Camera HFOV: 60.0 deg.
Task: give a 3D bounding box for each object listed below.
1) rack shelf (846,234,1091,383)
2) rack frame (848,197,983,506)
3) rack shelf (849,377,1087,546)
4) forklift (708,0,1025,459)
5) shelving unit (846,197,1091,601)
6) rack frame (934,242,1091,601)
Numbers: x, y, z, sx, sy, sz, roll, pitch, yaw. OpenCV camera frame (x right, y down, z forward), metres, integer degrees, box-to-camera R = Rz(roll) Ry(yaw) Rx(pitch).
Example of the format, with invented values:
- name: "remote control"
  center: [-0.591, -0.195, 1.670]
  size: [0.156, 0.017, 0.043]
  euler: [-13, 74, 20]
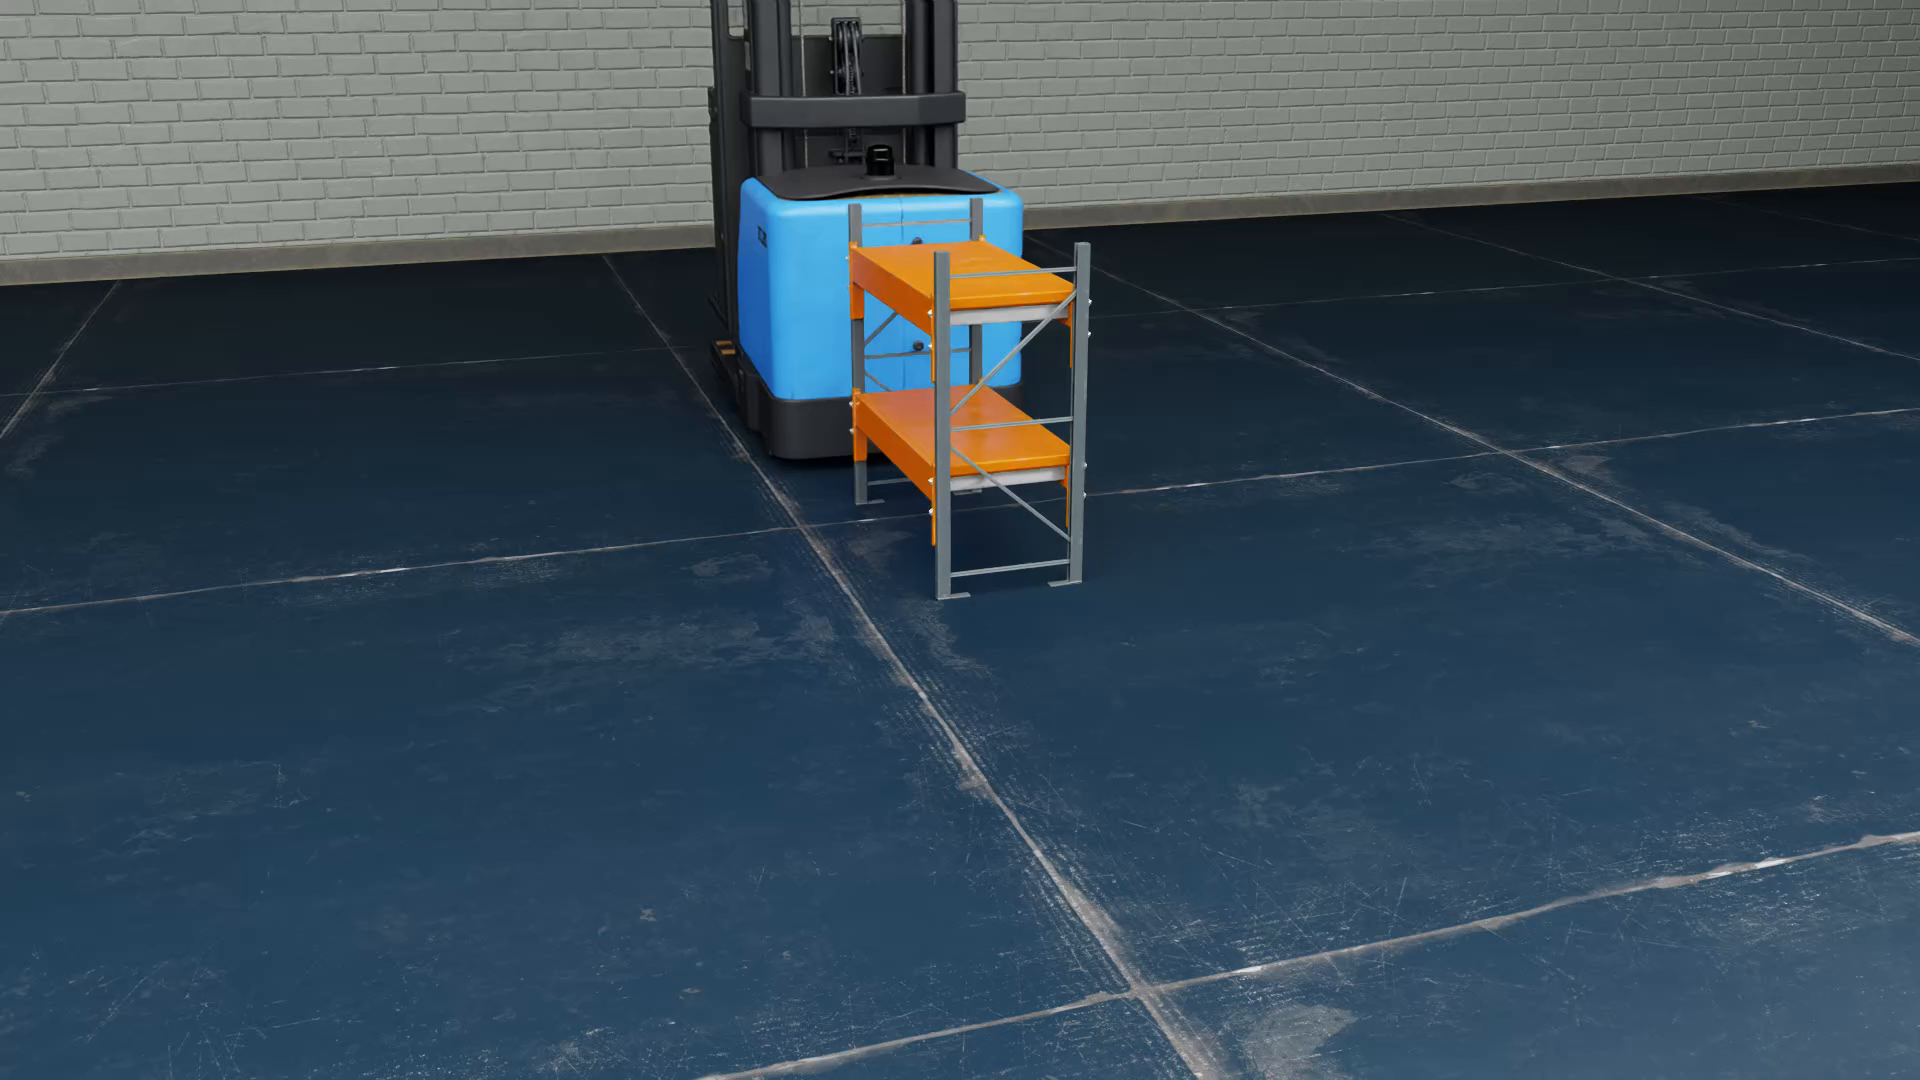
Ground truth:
- name: "rack shelf"
  center: [0.002, -0.803, 5.621]
  size: [0.538, 0.278, 1.000]
  euler: [-6, 21, -17]
- name: "rack frame"
  center: [-0.158, -0.690, 6.174]
  size: [0.500, 1.125, 0.032]
  euler: [-6, 21, -17]
- name: "rack shelf"
  center: [0.002, -0.297, 5.803]
  size: [0.538, 0.278, 1.000]
  euler: [-6, 21, -17]
- name: "forklift"
  center: [-0.610, -2.163, 7.603]
  size: [1.130, 2.935, 3.031]
  euler: [-5, 20, -14]
- name: "shelving unit"
  center: [0.002, -0.527, 5.720]
  size: [0.538, 1.125, 1.048]
  euler: [-6, 21, -17]
- name: "rack frame"
  center: [0.162, -0.364, 5.266]
  size: [0.500, 1.125, 0.032]
  euler: [-6, 21, -17]
